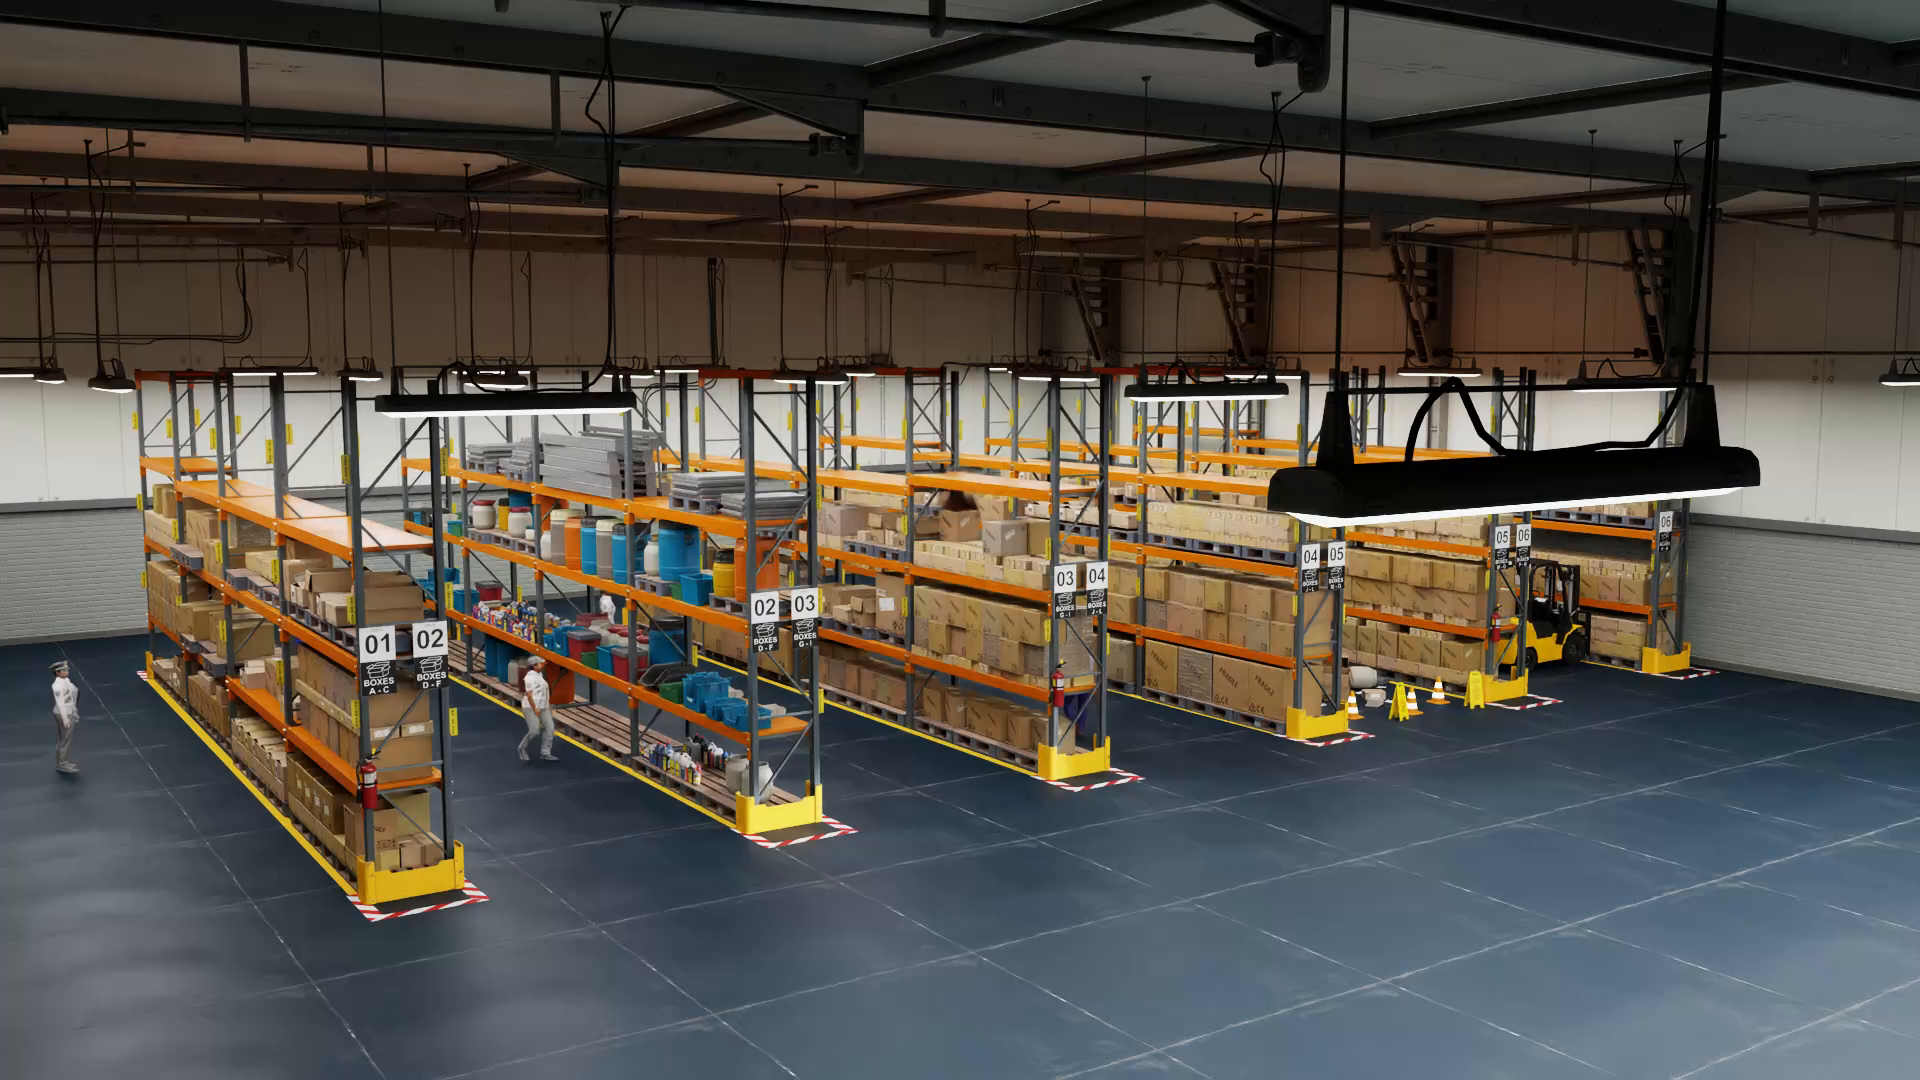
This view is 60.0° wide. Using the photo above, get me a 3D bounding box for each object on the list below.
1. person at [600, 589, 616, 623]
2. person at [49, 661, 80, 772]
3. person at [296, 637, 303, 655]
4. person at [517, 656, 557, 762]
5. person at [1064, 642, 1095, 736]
[{"bbox_3d":[-7.069,1.715,33.588,0.499,1.710,0.467,-2,7,-17],"label":"person"},{"bbox_3d":[-13.536,2.674,25.205,0.391,1.717,0.504,-4,8,-32],"label":"person"},{"bbox_3d":[-12.263,2.171,30.701,0.412,1.408,0.928,-3,7,-28],"label":"person"},{"bbox_3d":[-6.559,2.625,25.850,0.589,1.650,0.567,3,7,22],"label":"person"},{"bbox_3d":[1.975,2.430,27.419,0.492,1.606,0.473,-1,6,-6],"label":"person"}]
